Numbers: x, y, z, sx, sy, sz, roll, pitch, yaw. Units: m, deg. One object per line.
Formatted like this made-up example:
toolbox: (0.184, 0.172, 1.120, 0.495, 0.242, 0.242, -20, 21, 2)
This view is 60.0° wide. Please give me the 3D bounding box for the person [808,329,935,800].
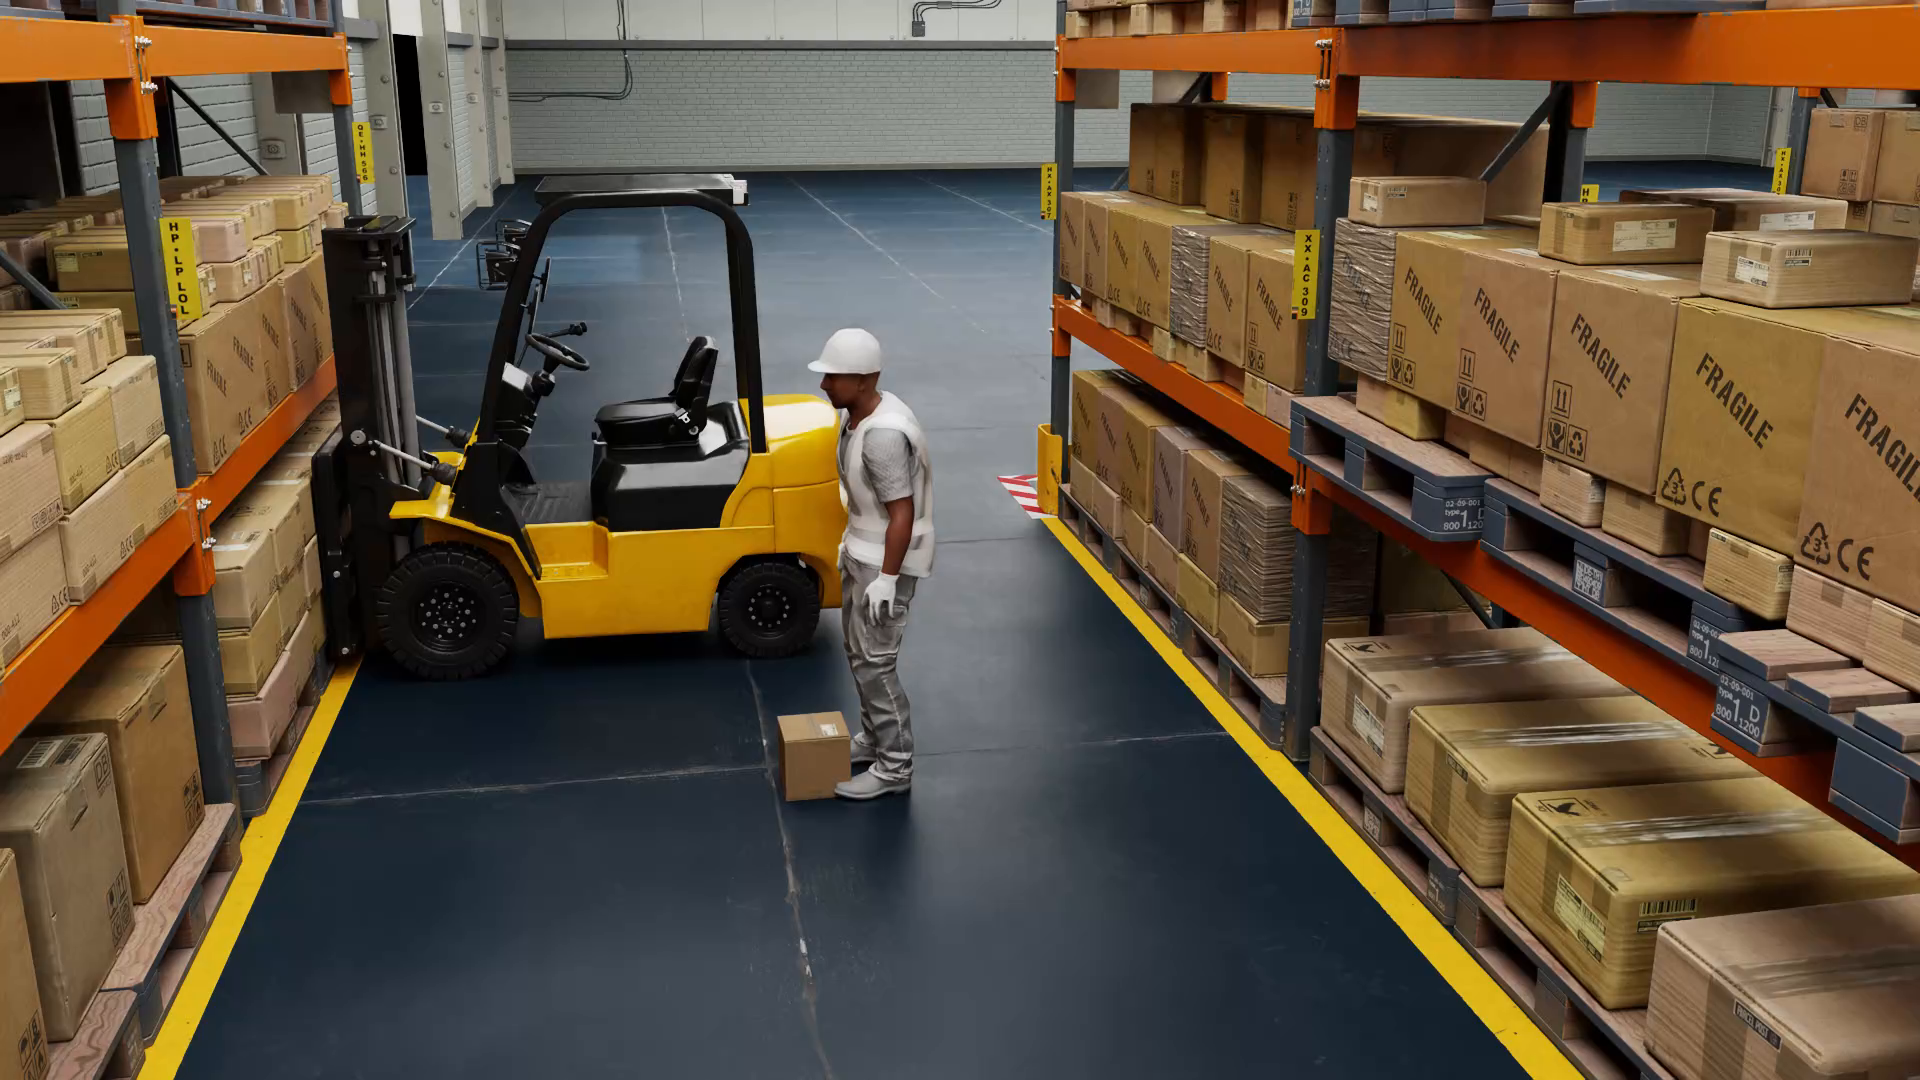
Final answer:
person: (-0.332, 0.085, 6.224, 0.449, 1.773, 0.620, -4, 17, -14)
